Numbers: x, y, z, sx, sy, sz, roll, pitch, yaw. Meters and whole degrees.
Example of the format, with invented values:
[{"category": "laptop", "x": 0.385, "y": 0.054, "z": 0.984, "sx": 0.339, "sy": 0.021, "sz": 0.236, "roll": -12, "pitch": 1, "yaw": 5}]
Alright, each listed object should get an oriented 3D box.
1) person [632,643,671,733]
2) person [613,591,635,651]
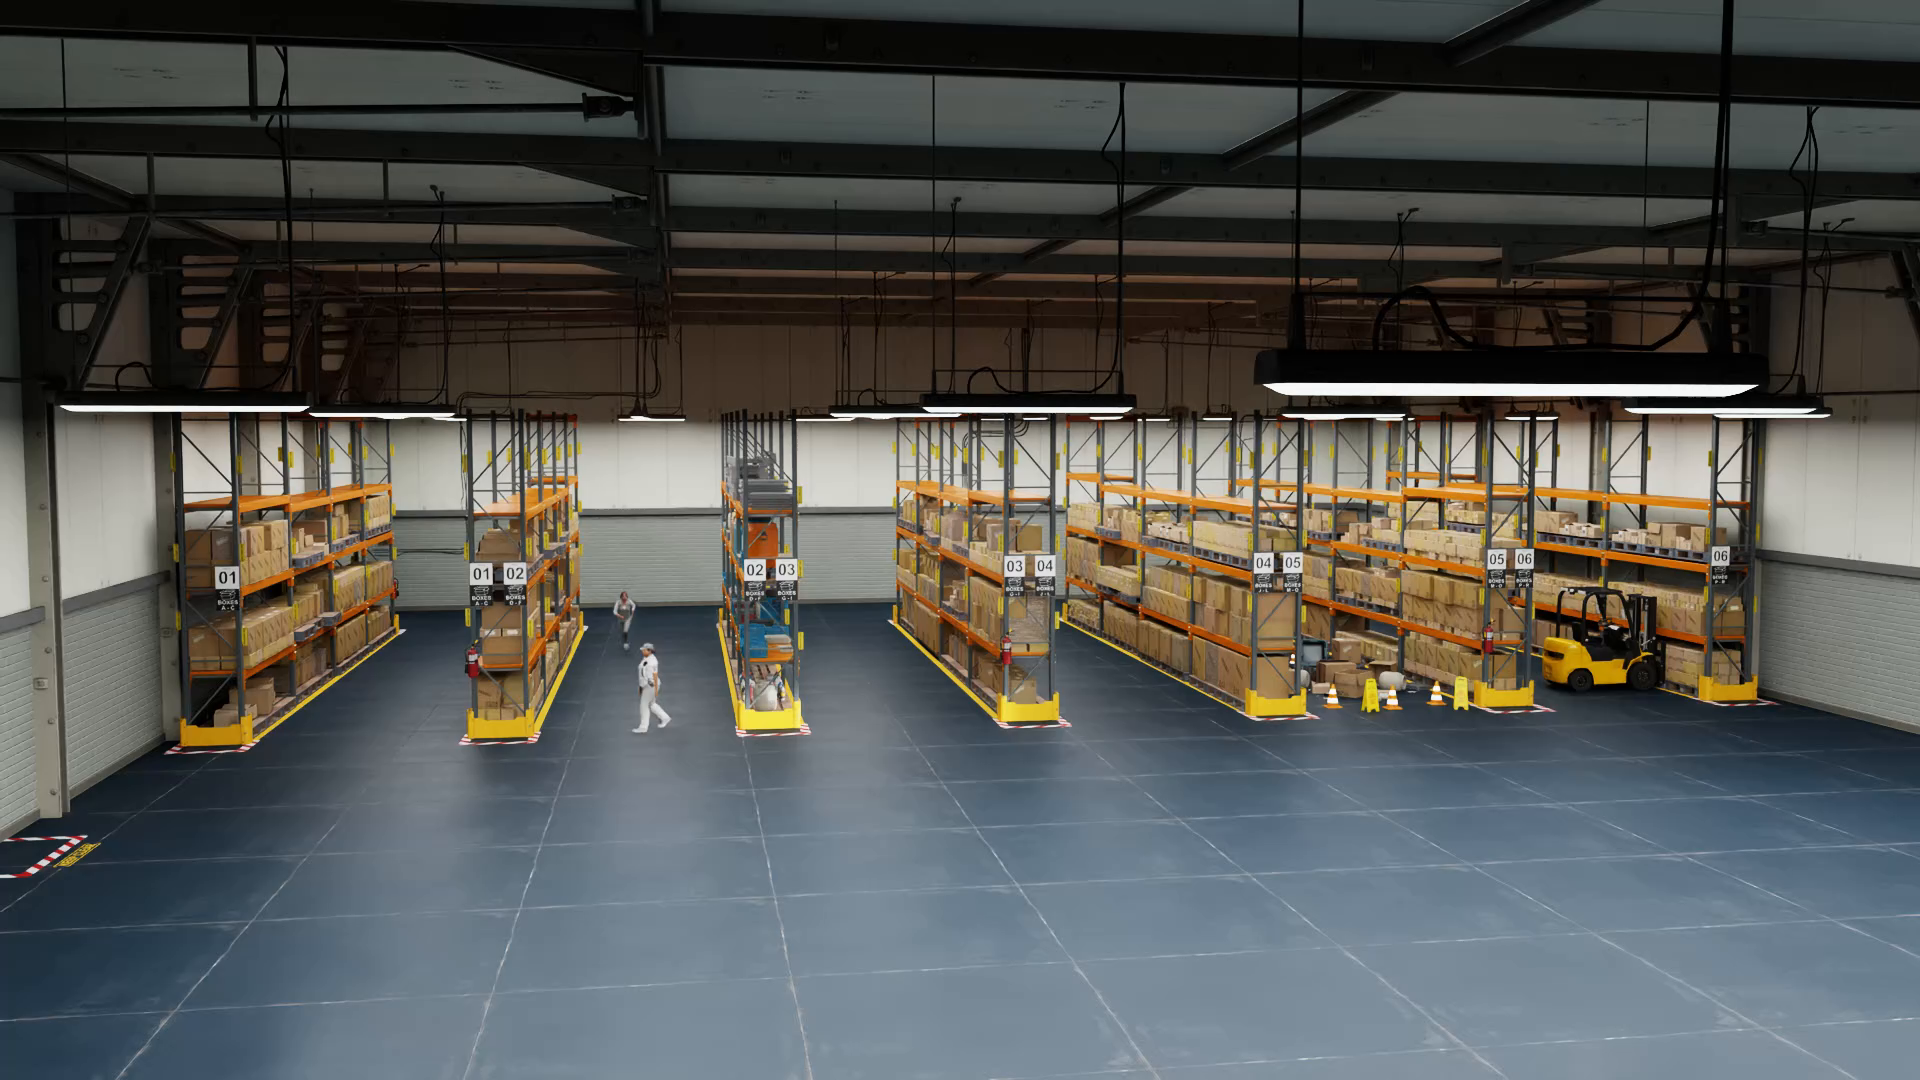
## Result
[{"category": "person", "x": -5.763, "y": 2.733, "z": 31.031, "sx": 0.809, "sy": 1.636, "sz": 0.471, "roll": -2, "pitch": 4, "yaw": -25}, {"category": "person", "x": -8.438, "y": 2.031, "z": 41.825, "sx": 0.484, "sy": 1.515, "sz": 0.783, "roll": 0, "pitch": 4, "yaw": 0}]
